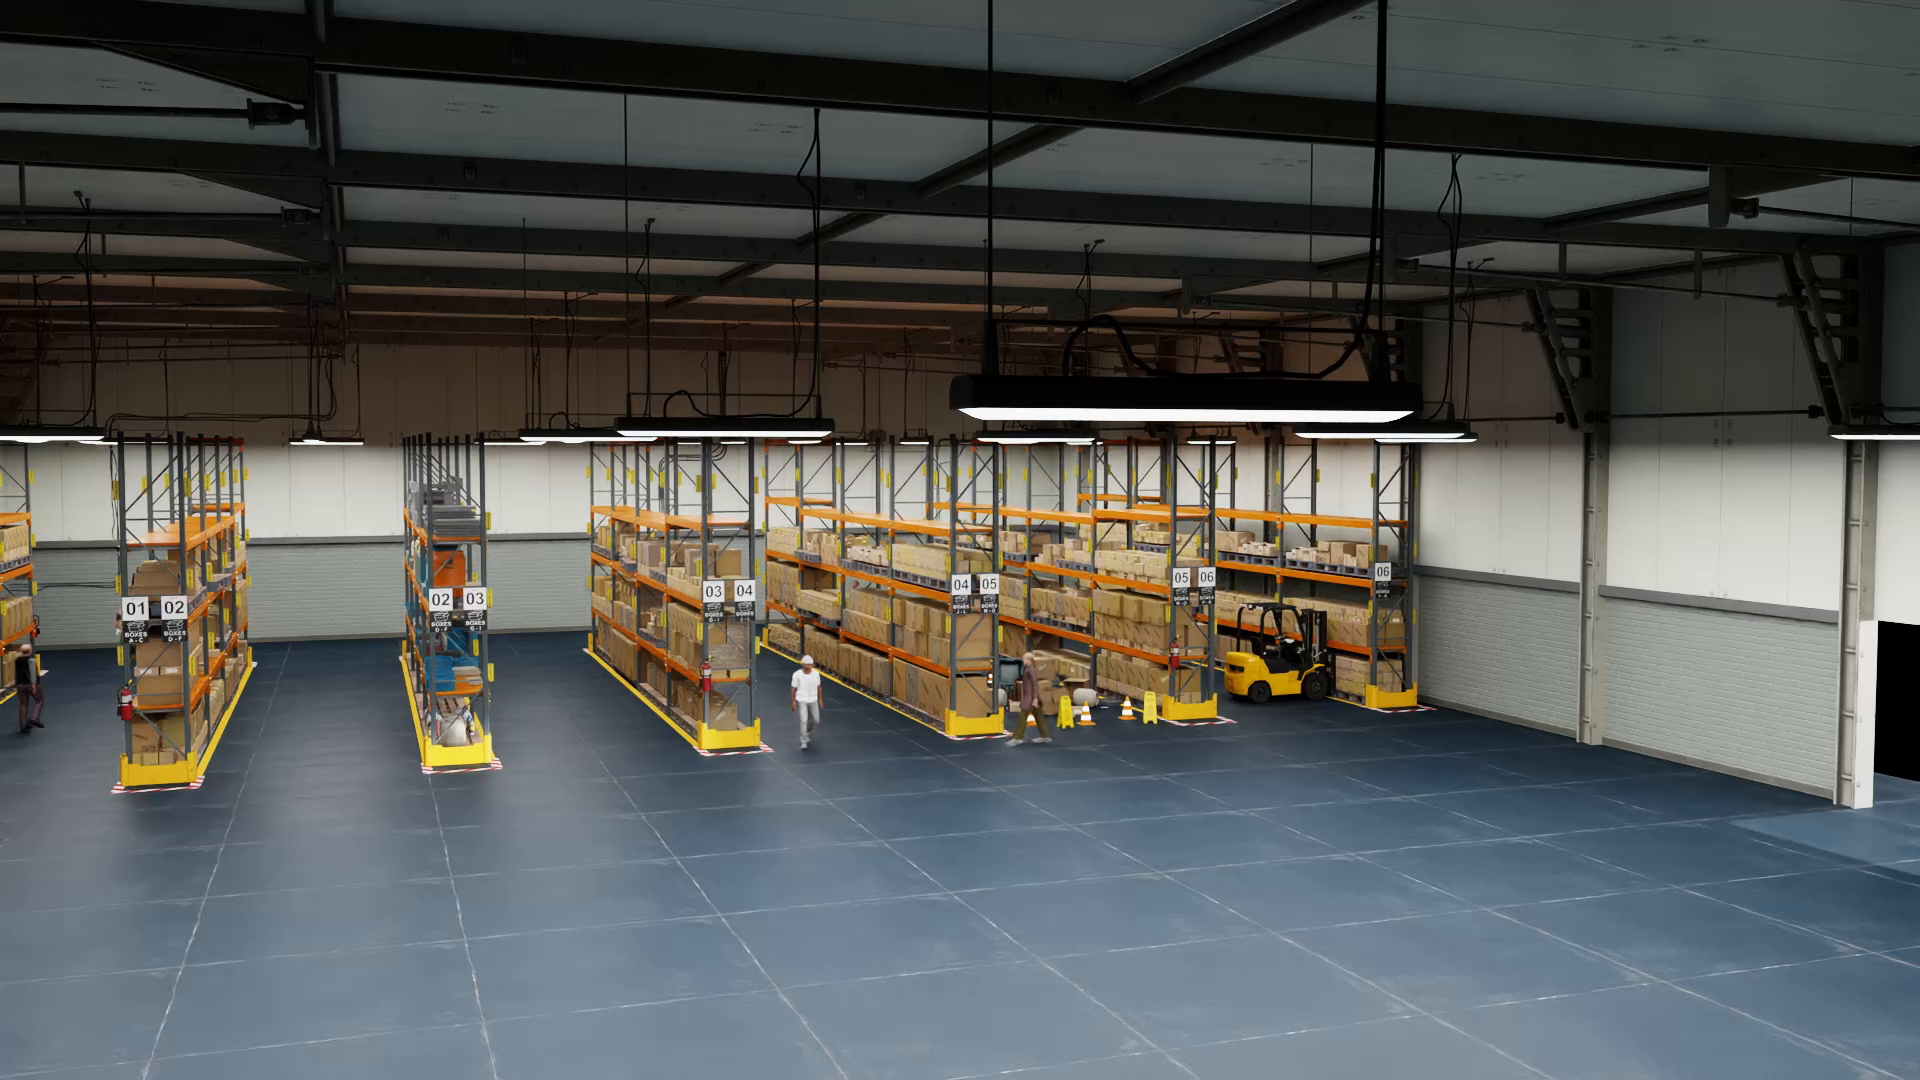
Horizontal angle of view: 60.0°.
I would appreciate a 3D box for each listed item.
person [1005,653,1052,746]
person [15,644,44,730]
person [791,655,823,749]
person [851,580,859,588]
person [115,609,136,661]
[{"bbox_3d":[1.336,3.156,32.104,0.883,1.568,0.607,0,3,8],"label":"person"},{"bbox_3d":[-18.957,2.984,33.776,0.544,1.712,0.541,0,3,-5],"label":"person"},{"bbox_3d":[-2.942,3.075,31.832,0.622,1.761,0.677,-2,4,-28],"label":"person"},{"bbox_3d":[-3.331,2.078,51.942,0.424,1.632,0.413,2,4,30],"label":"person"},{"bbox_3d":[-22.094,2.411,44.173,0.631,1.750,0.669,-1,3,-25],"label":"person"}]
